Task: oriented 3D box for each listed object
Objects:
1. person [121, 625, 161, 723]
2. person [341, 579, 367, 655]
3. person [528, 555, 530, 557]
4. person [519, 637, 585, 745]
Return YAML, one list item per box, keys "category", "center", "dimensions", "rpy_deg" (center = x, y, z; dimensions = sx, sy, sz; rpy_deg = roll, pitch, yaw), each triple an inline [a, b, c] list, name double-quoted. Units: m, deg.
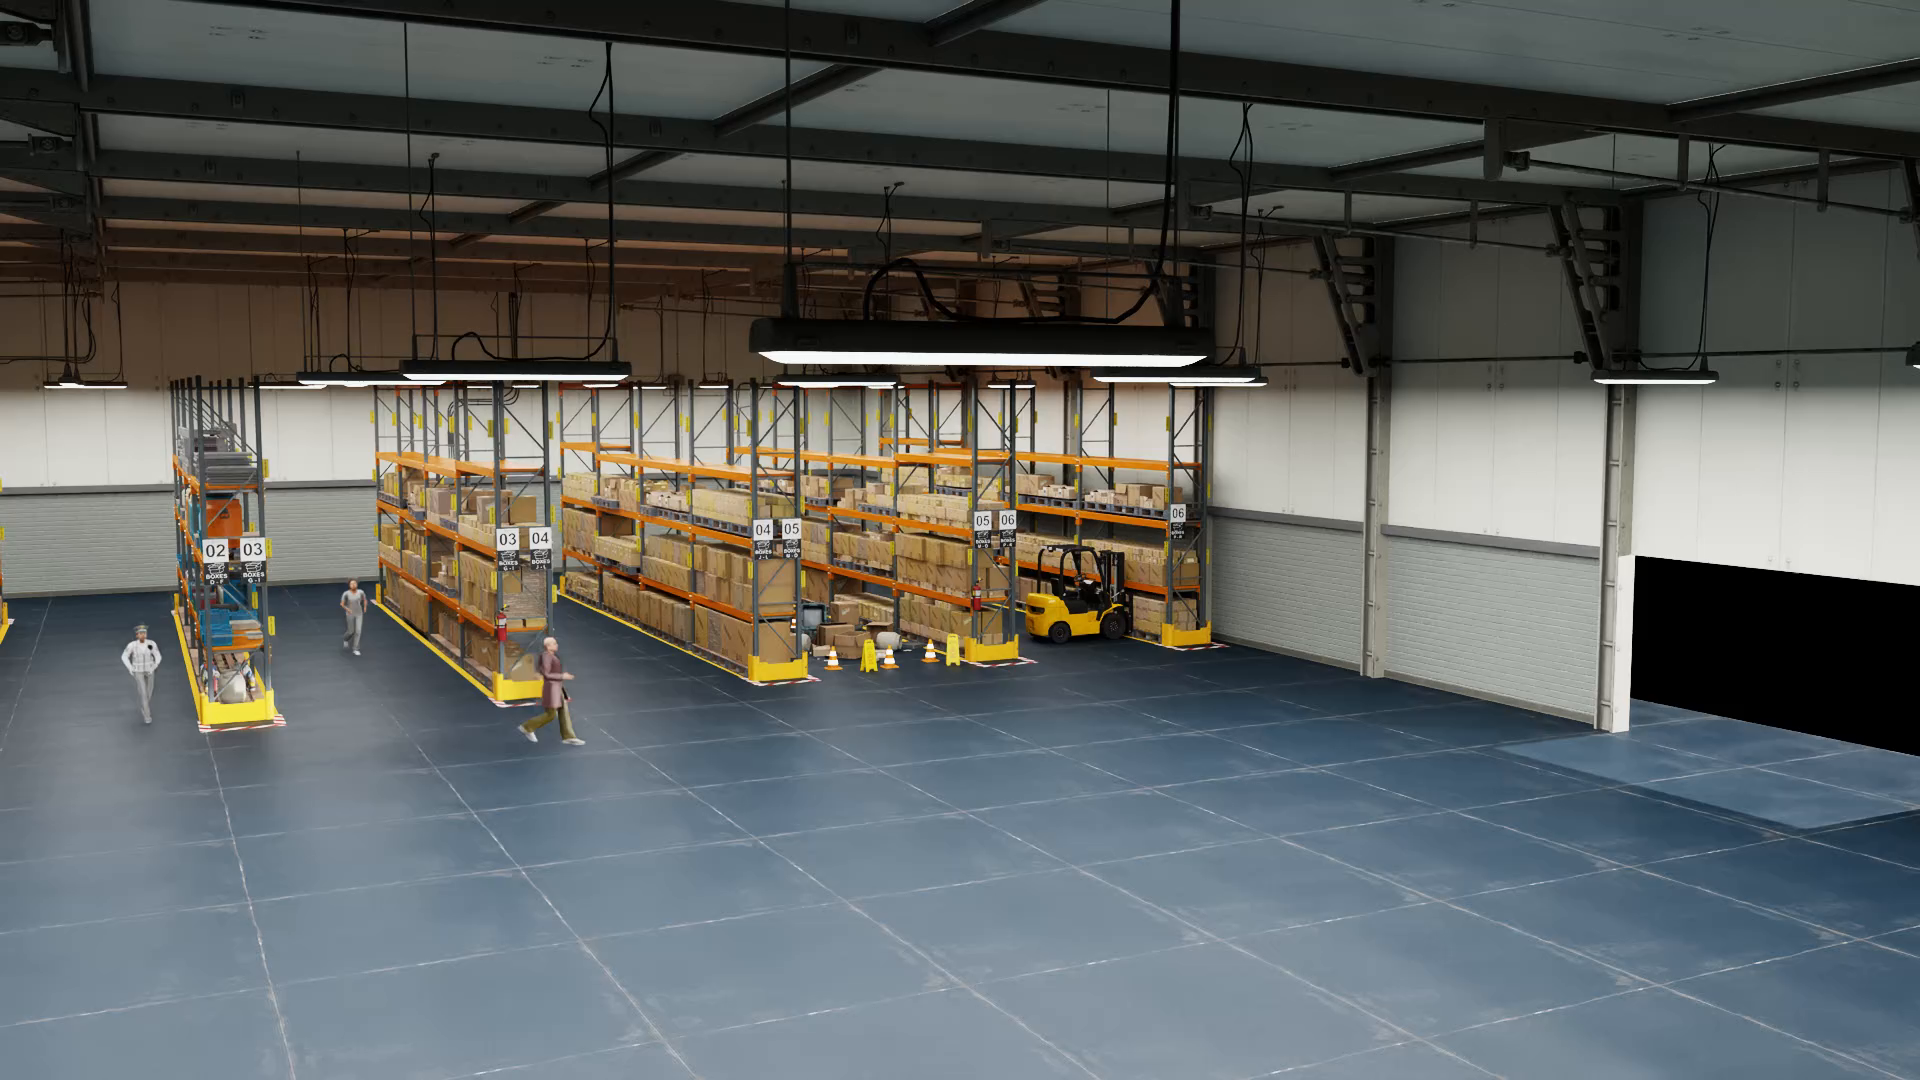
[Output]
- category: "person"
  center: [-14.298, 2.314, 29.075]
  dimensions: [0.623, 1.690, 0.770]
  rpy_deg: [-4, 6, -35]
- category: "person"
  center: [-13.298, 1.669, 36.509]
  dimensions: [0.575, 1.661, 0.808]
  rpy_deg: [-3, 6, -31]
- category: "person"
  center: [-12.010, 0.627, 47.643]
  dimensions: [0.697, 1.778, 0.888]
  rpy_deg: [2, 5, 17]
- category: "person"
  center: [-6.583, 2.447, 26.772]
  dimensions: [1.037, 1.776, 0.712]
  rpy_deg: [0, 5, -5]
